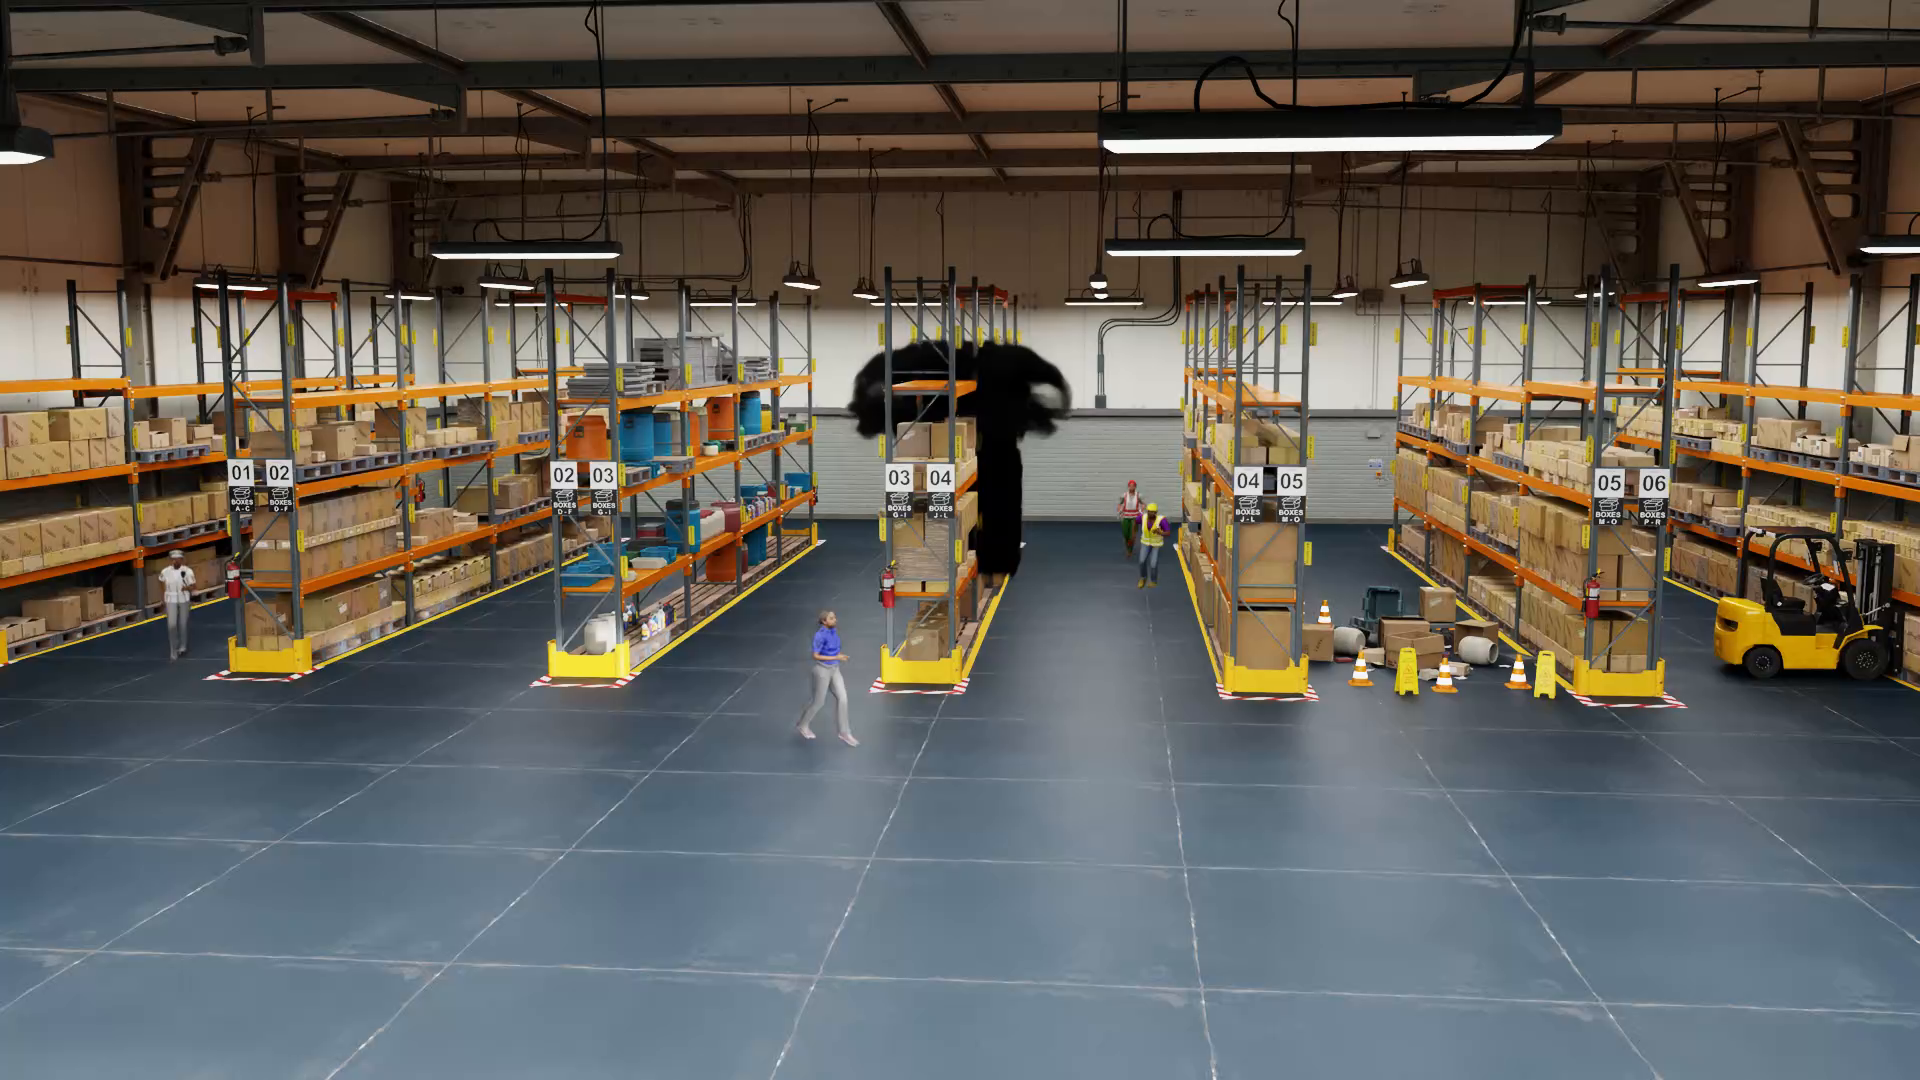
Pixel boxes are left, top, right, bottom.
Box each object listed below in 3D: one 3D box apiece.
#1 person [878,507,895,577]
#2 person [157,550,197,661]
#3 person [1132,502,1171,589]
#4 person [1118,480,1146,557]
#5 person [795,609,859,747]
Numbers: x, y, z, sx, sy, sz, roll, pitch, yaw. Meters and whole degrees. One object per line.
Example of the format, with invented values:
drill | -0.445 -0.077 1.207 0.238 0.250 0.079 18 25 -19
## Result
person | -1.343 -0.083 33.662 0.615 1.590 0.971 1 7 10
person | -12.260 1.015 26.078 0.554 1.751 0.732 -3 8 -26
person | 3.589 0.107 31.401 0.788 1.667 0.743 2 7 15
person | 3.959 -0.508 38.346 0.657 1.757 0.708 1 7 8
person | -1.670 1.688 20.513 0.851 1.696 0.569 4 8 31
